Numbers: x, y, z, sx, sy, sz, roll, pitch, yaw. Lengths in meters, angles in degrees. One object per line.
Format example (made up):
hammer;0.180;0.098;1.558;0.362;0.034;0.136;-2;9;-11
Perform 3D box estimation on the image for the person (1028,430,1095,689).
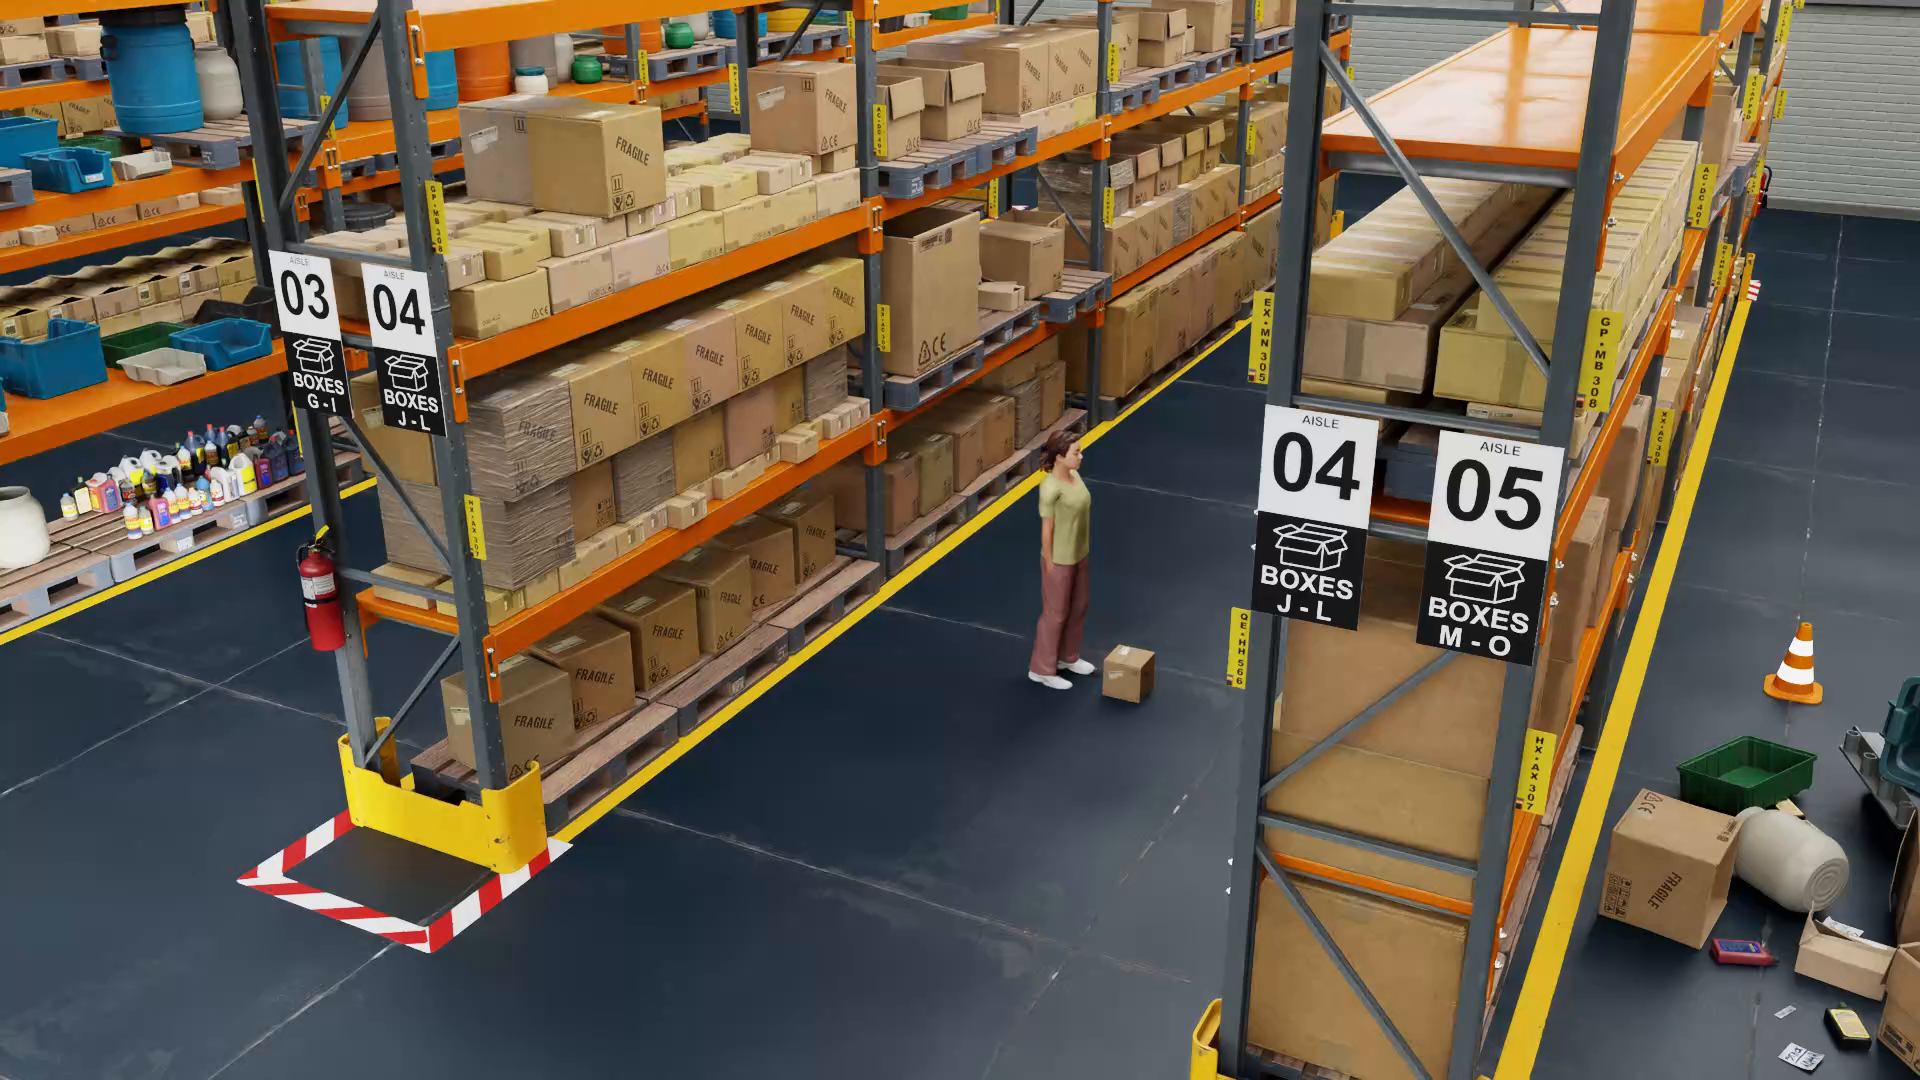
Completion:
person;0.657;0.114;10.497;0.382;1.684;0.439;12;26;26
